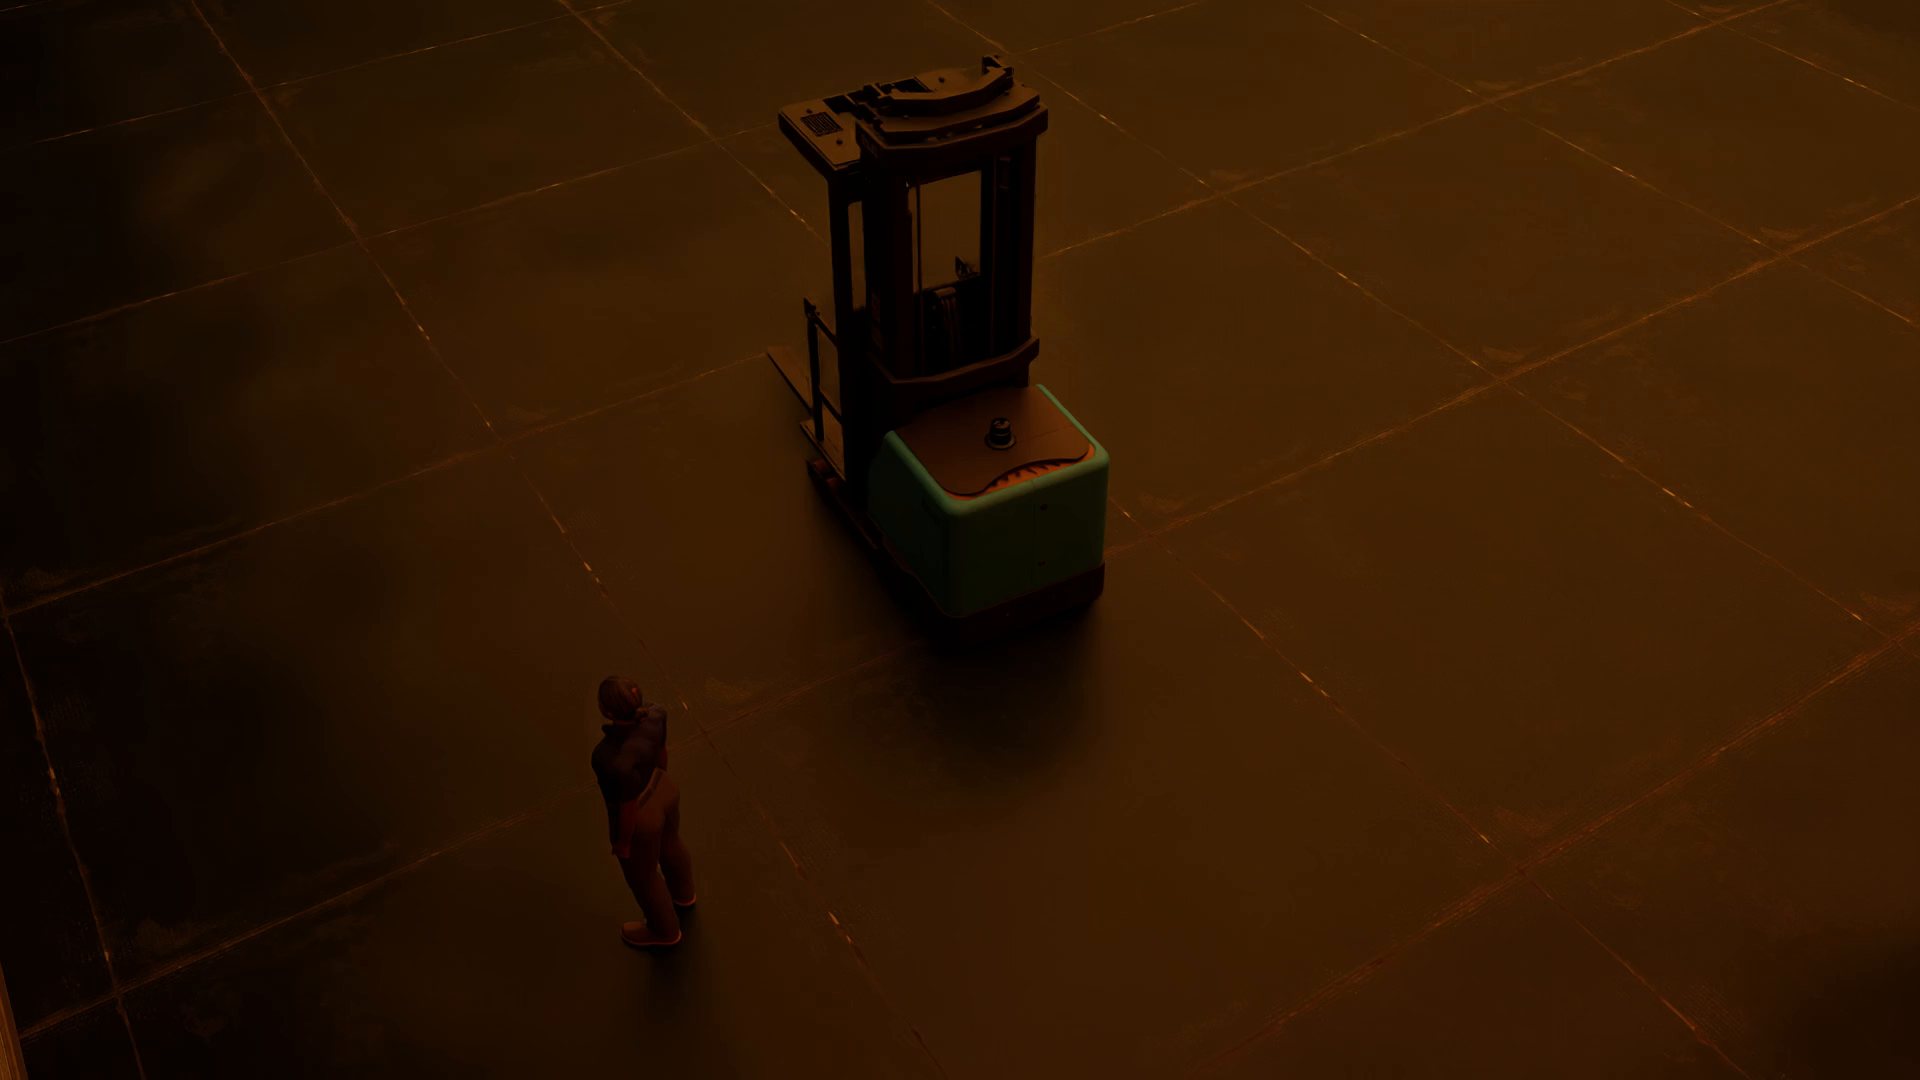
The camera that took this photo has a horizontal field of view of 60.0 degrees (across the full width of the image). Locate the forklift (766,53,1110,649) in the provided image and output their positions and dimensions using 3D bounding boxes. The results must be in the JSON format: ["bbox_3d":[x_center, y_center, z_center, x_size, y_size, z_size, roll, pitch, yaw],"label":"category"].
[{"bbox_3d":[-0.305,-1.459,9.540,1.130,2.935,3.031,-19,45,-21],"label":"forklift"}]

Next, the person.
[{"bbox_3d":[-1.446,1.200,7.466,0.329,1.662,0.457,12,43,13],"label":"person"}]
